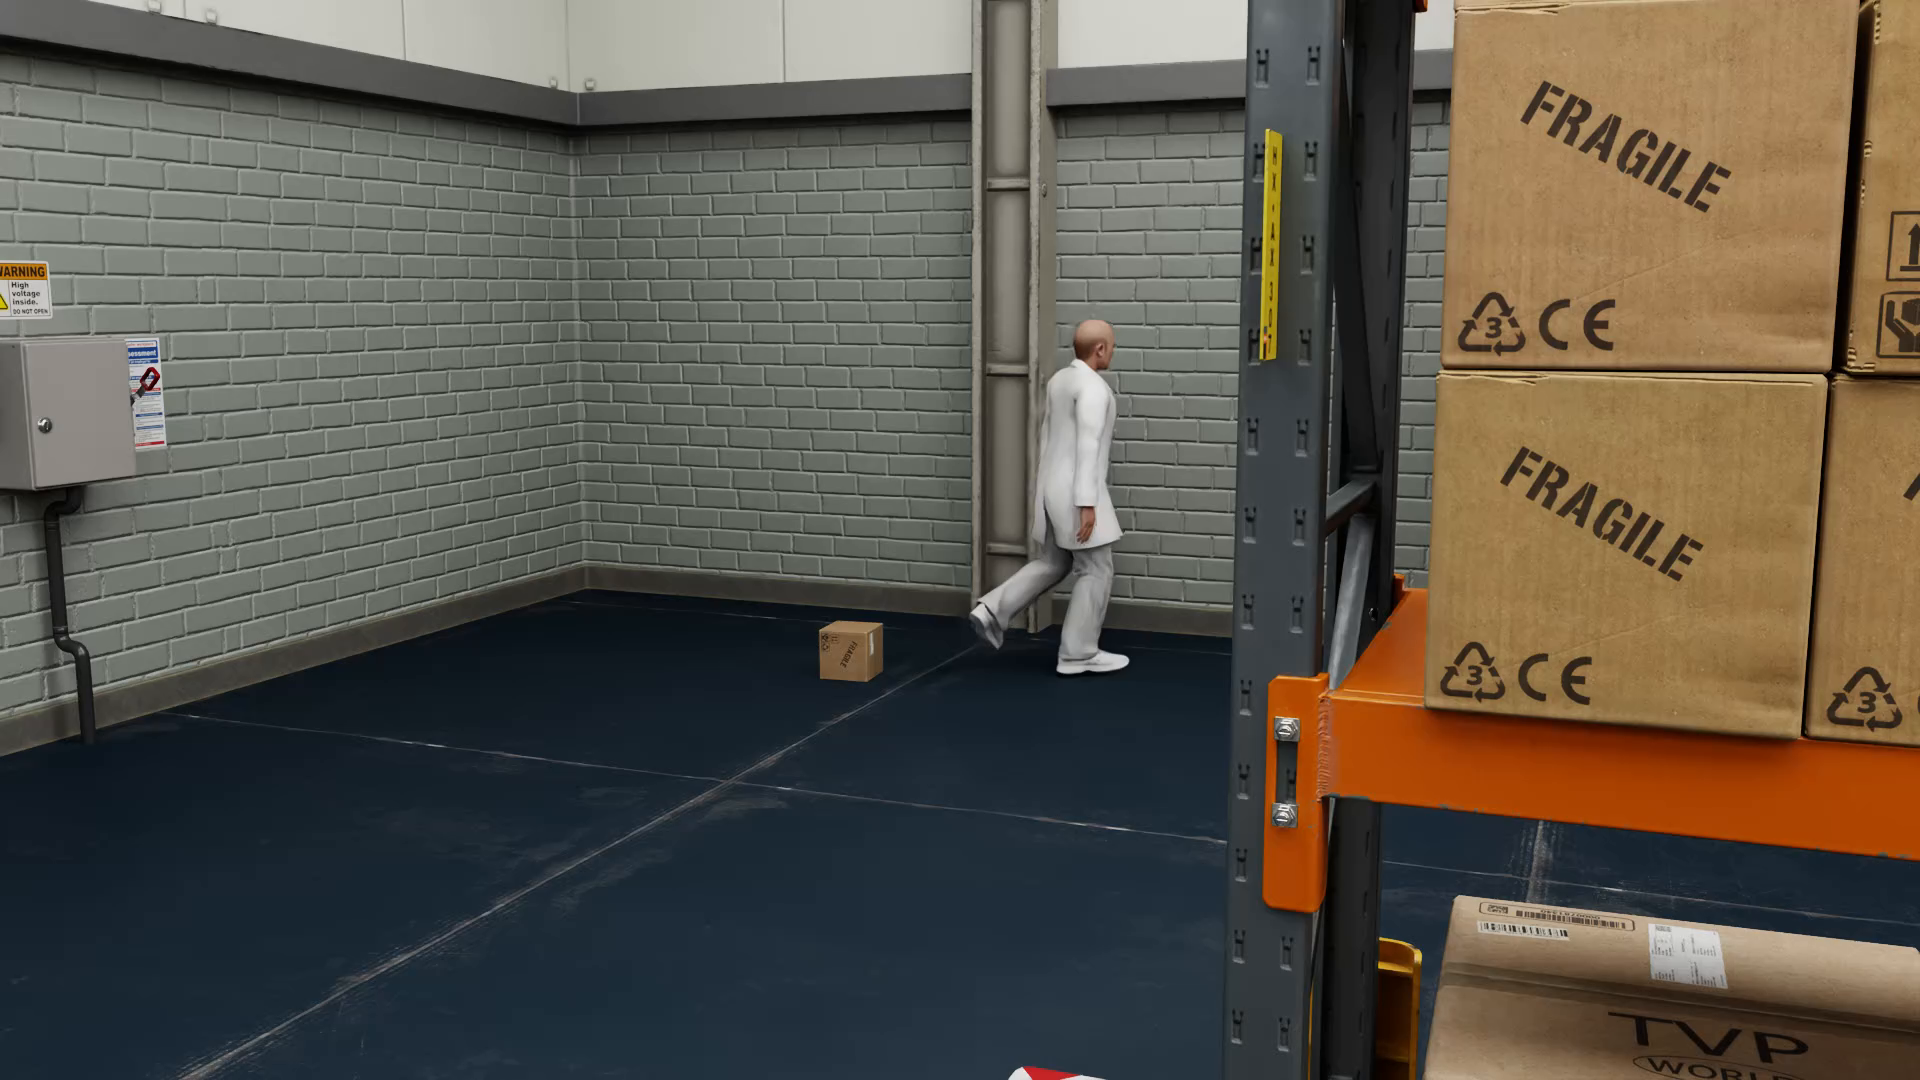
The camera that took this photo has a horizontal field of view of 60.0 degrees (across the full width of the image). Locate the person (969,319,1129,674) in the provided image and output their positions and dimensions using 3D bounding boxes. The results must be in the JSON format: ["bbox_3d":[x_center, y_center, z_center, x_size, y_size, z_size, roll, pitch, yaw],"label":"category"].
[{"bbox_3d":[0.444,-0.209,8.233,0.781,1.752,0.626,-3,9,-19],"label":"person"}]
